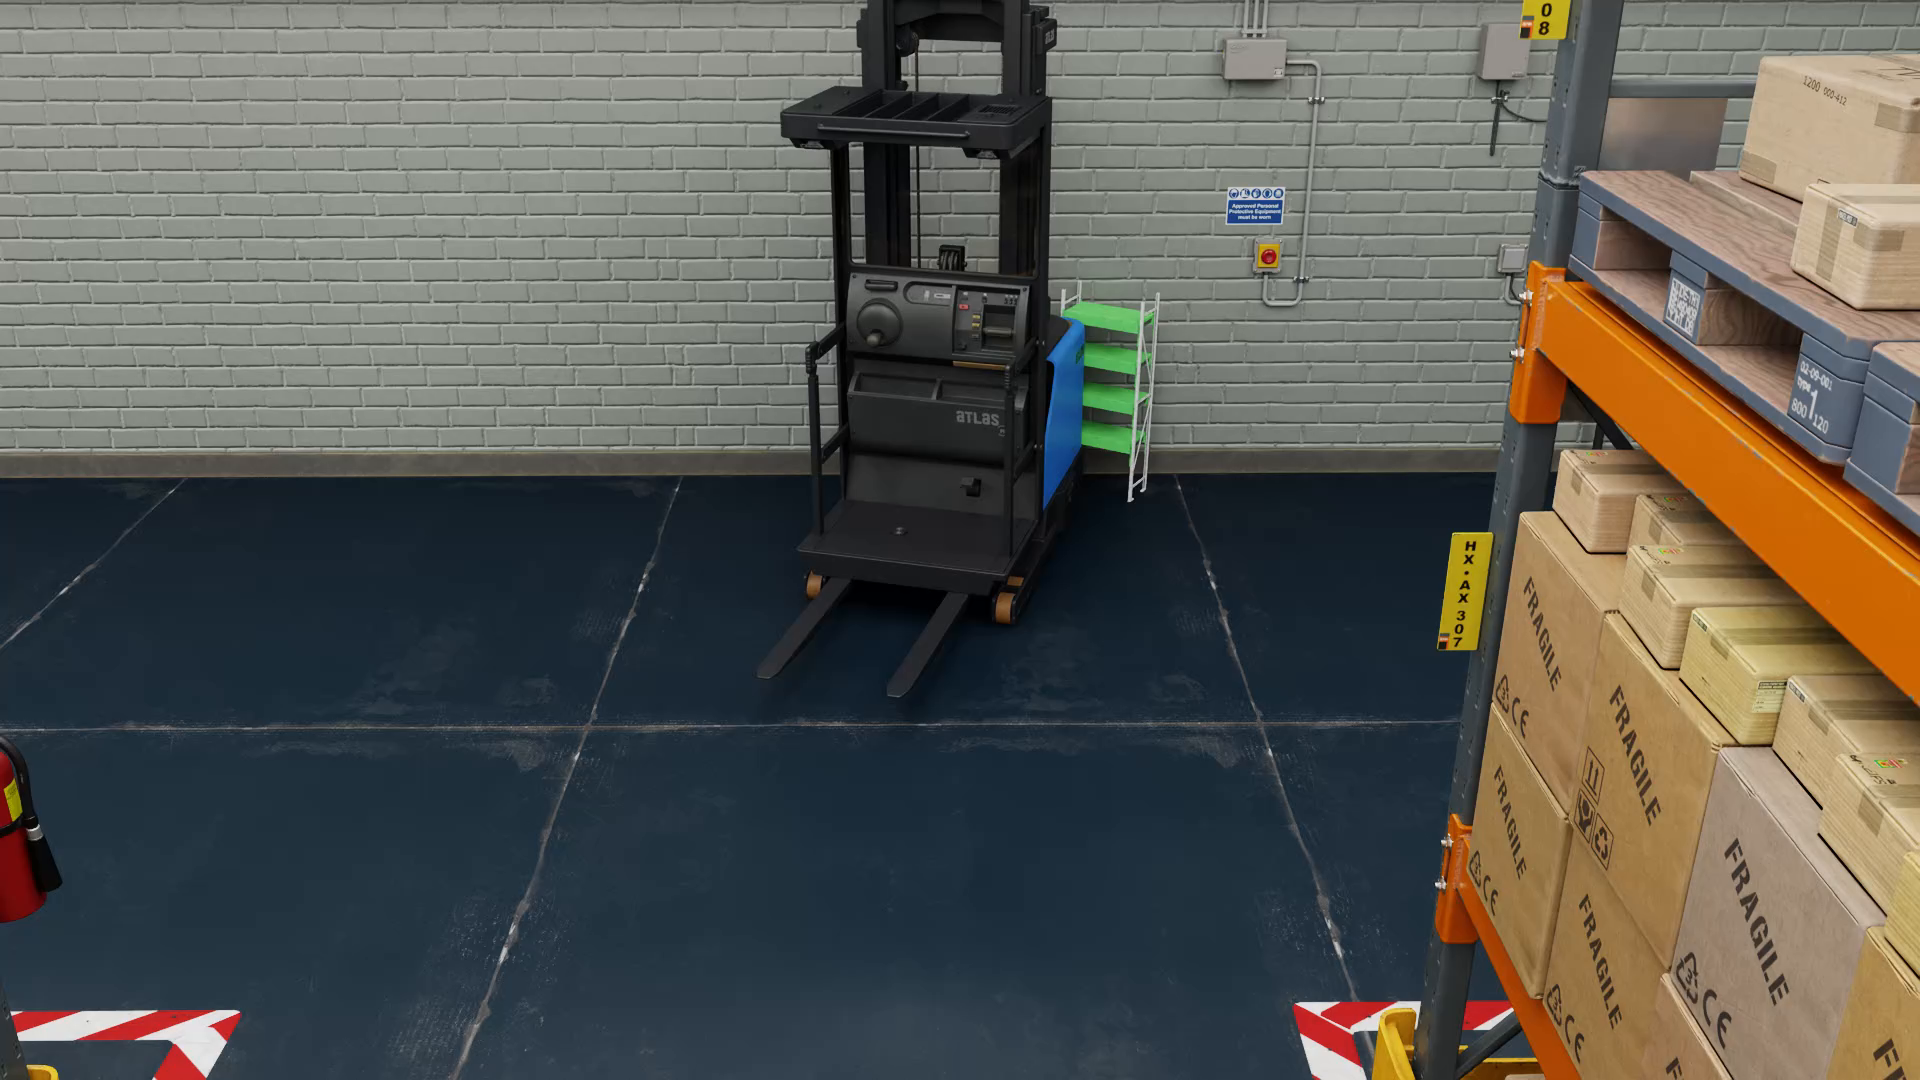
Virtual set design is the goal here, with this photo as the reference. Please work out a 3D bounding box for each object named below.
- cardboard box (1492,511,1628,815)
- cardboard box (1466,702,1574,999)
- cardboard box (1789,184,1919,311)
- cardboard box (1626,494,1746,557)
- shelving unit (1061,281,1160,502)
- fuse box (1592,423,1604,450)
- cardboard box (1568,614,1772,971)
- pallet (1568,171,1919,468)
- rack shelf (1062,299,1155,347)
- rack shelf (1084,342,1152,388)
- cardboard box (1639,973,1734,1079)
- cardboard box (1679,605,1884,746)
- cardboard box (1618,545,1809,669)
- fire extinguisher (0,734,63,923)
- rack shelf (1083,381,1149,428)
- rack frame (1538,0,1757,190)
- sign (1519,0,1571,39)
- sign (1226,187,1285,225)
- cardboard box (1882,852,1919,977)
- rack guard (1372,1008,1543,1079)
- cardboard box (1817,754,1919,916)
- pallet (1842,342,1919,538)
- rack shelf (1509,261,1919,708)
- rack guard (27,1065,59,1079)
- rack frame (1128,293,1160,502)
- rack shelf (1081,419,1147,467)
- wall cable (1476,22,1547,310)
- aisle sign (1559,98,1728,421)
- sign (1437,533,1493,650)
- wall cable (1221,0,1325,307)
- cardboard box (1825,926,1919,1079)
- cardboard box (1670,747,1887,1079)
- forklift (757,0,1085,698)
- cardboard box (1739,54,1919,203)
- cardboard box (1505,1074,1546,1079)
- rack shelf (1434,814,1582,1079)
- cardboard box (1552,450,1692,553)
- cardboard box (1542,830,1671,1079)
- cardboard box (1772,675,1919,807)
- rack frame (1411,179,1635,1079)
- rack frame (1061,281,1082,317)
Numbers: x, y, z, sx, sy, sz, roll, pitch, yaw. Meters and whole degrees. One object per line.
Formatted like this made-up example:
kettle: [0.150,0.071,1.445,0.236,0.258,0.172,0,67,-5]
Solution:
cardboard box: [1.542,0.260,3.701,0.500,0.500,0.500,-1,24,-2]
cardboard box: [1.540,0.716,3.907,0.500,0.500,0.500,0,24,-1]
cardboard box: [1.604,-0.478,2.700,0.380,0.149,0.250,1,24,1]
cardboard box: [1.623,0.021,3.443,0.380,0.149,0.250,0,24,1]
shelving unit: [0.845,-0.863,9.692,0.503,1.200,0.258,13,26,25]
fuse box: [3.839,-1.124,9.658,0.539,1.711,0.414,0,24,-1]
cardboard box: [1.555,0.473,3.230,0.500,0.500,0.500,-1,24,-2]
pallet: [1.840,-0.459,3.092,1.003,0.211,1.213,0,24,-1]
rack shelf: [0.854,-1.245,9.526,0.480,0.148,0.258,13,26,25]
rack shelf: [0.848,-1.025,9.622,0.480,0.148,0.258,13,26,25]
cardboard box: [1.561,1.134,2.982,0.500,0.500,0.500,0,24,-1]
cardboard box: [1.532,0.237,2.965,0.380,0.149,0.250,-1,24,-2]
cardboard box: [1.511,0.128,3.205,0.380,0.149,0.250,0,24,1]
fire extinguisher: [-2.668,0.725,4.553,0.296,0.674,0.183,0,24,-1]
rack shelf: [0.843,-0.805,9.718,0.480,0.148,0.258,13,26,25]
rack frame: [1.822,-2.171,3.131,1.000,3.000,0.127,0,24,-1]
sign: [1.267,-1.239,3.553,0.100,0.325,0.005,0,24,-1]
sign: [1.688,-1.910,9.504,0.327,0.218,0.001,0,24,-1]
cardboard box: [1.524,0.552,2.267,0.380,0.149,0.250,-1,24,-2]
rack guard: [1.821,1.691,4.904,1.175,0.500,0.348,0,24,-1]
cardboard box: [1.548,0.448,2.499,0.380,0.149,0.250,0,24,0]
pallet: [1.856,0.045,1.977,1.003,0.211,1.213,0,24,-1]
rack shelf: [1.844,0.347,2.075,1.077,0.370,4.000,0,24,-1]
rack guard: [-3.126,1.796,4.672,1.175,0.500,0.348,0,24,-1]
rack frame: [1.059,-0.813,9.587,0.015,1.200,0.240,13,26,25]
rack shelf: [0.838,-0.585,9.814,0.480,0.148,0.258,13,26,25]
wall cable: [3.155,-2.235,9.320,0.588,1.984,0.122,0,24,-1]
aisle sign: [1.531,-0.651,3.894,0.394,0.787,0.004,0,24,-1]
sign: [1.267,0.132,4.173,0.100,0.325,0.005,0,24,-1]
wall cable: [1.737,-2.239,9.289,0.585,1.953,0.123,0,24,-1]
cardboard box: [1.574,0.890,2.306,0.500,0.500,0.500,0,24,0]
cardboard box: [1.568,0.685,2.761,0.500,0.500,0.500,0,24,-1]
forklift: [-0.169,-1.088,8.100,1.130,2.935,3.031,7,25,14]
cardboard box: [1.917,-0.788,3.264,0.500,0.250,0.500,-2,24,-5]
cardboard box: [1.929,1.810,4.208,0.875,0.438,0.875,-1,24,-2]
rack shelf: [1.844,1.714,2.693,1.077,0.370,4.000,0,24,-1]
cardboard box: [1.549,-0.087,3.681,0.380,0.149,0.250,0,24,1]
cardboard box: [1.573,0.924,3.446,0.500,0.500,0.500,-1,24,-1]
cardboard box: [1.587,0.345,2.726,0.380,0.149,0.250,0,24,0]
rack frame: [1.822,0.562,4.367,1.000,3.000,0.127,0,24,-1]
rack frame: [0.630,-0.914,9.797,0.015,1.200,0.240,13,26,25]
